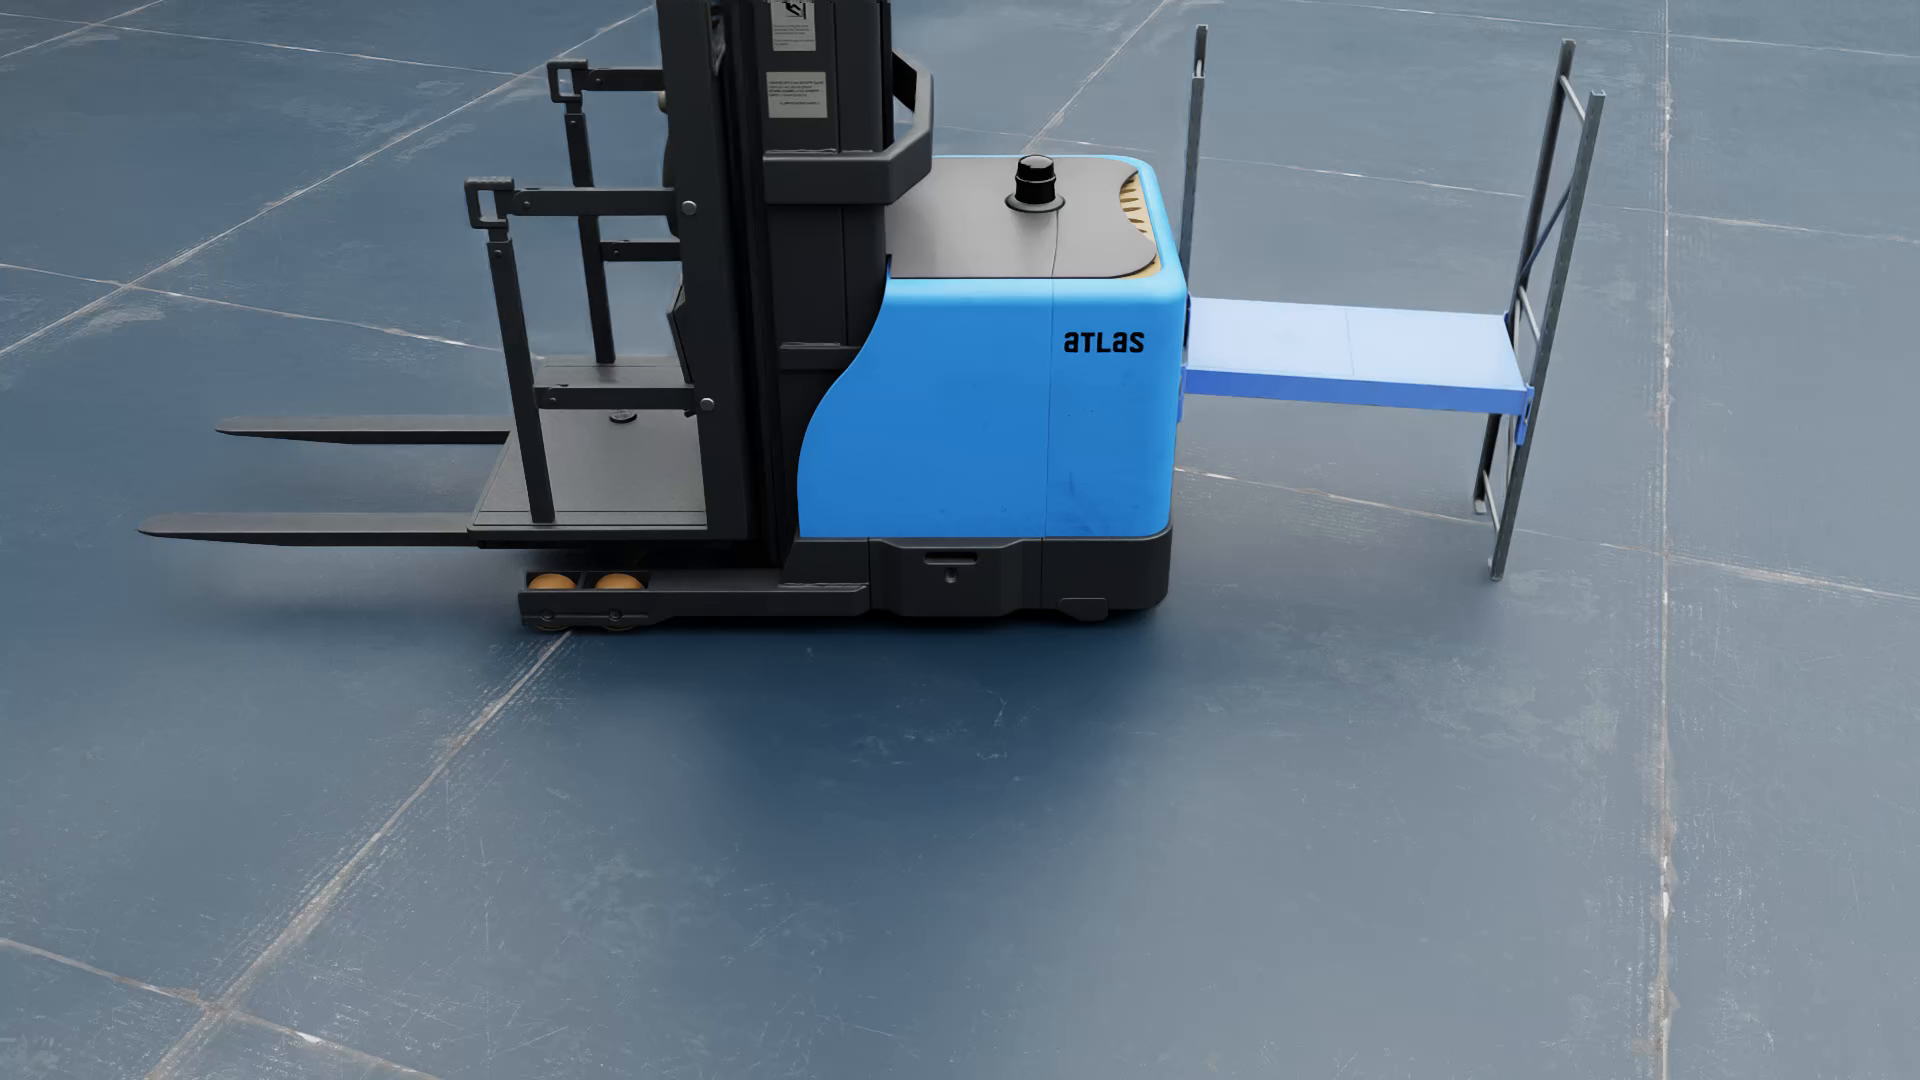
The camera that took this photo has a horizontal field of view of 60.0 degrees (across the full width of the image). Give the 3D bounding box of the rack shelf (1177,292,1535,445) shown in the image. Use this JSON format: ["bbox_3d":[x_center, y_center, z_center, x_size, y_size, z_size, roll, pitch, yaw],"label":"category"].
[{"bbox_3d":[1.165,-0.527,5.015,1.000,0.185,0.538,4,33,7],"label":"rack shelf"}]

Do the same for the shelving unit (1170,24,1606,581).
[{"bbox_3d":[1.165,-0.678,4.917,1.048,1.500,0.538,4,33,7],"label":"shelving unit"}]

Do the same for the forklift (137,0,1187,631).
[{"bbox_3d":[-0.905,-1.254,4.489,3.031,2.935,1.130,0,33,0],"label":"forklift"}]

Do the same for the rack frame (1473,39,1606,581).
[{"bbox_3d":[1.668,-0.639,4.857,0.032,1.500,0.500,4,33,7],"label":"rack frame"}]

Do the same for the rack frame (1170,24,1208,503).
[{"bbox_3d":[0.661,-0.717,4.977,0.032,1.500,0.500,4,33,7],"label":"rack frame"}]
